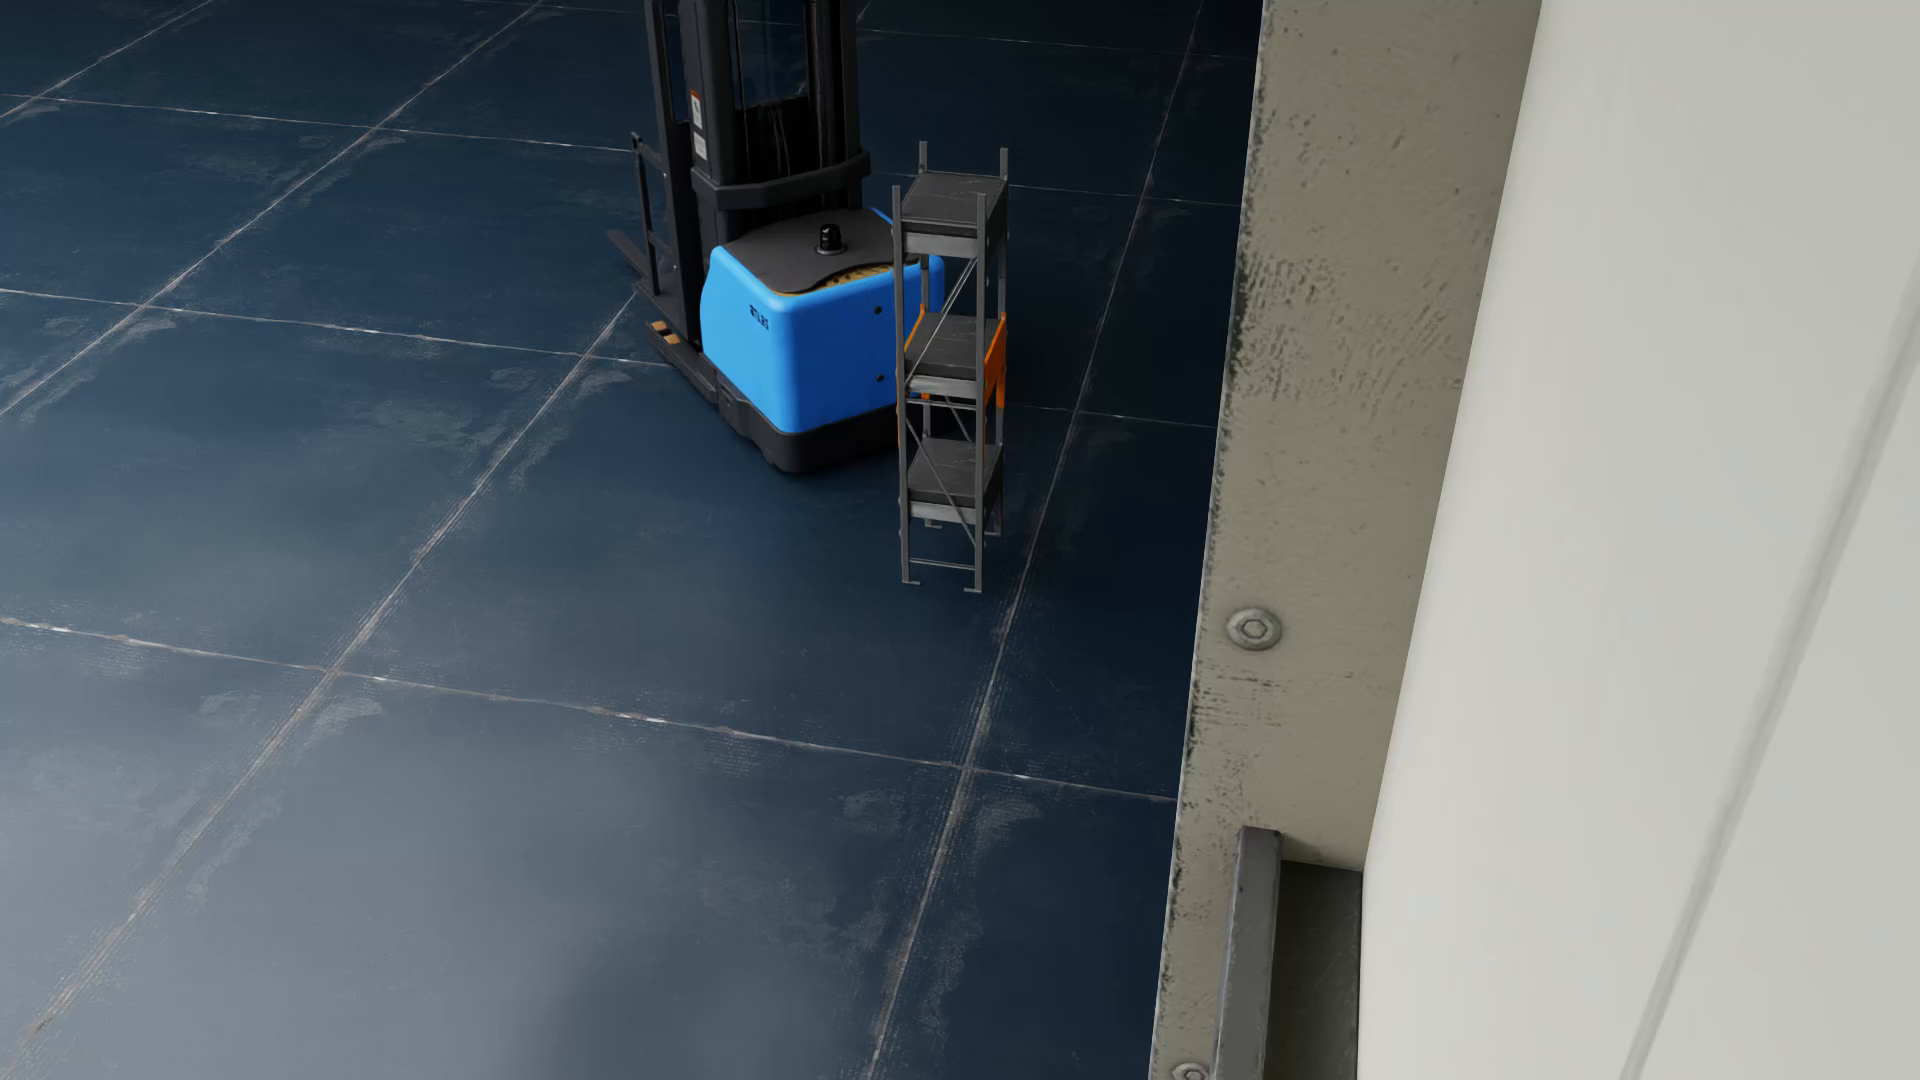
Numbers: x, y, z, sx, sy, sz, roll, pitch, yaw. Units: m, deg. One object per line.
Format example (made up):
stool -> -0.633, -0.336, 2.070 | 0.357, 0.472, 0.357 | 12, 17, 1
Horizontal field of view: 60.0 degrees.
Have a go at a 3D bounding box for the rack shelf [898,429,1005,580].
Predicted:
rack shelf -> -0.035, -0.177, 8.192 | 0.431, 0.518, 0.480 | 7, 37, 10

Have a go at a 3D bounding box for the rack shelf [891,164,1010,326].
rack shelf -> -0.035, -1.311, 7.370 | 0.431, 0.518, 0.480 | 7, 37, 10

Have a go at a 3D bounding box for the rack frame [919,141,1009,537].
rack frame -> 0.017, -0.895, 7.966 | 0.400, 2.100, 0.015 | 7, 37, 10

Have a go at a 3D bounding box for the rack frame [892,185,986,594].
rack frame -> -0.088, -0.615, 7.580 | 0.400, 2.100, 0.015 | 7, 37, 10

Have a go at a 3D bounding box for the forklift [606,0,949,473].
forklift -> -1.259, -2.384, 9.312 | 1.130, 2.935, 3.031 | -20, 40, -25

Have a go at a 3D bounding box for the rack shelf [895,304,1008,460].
rack shelf -> -0.035, -0.744, 7.781 | 0.431, 0.518, 0.480 | 7, 37, 10

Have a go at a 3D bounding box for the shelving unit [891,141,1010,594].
shelving unit -> -0.035, -0.755, 7.773 | 0.431, 2.100, 0.503 | 7, 37, 10
